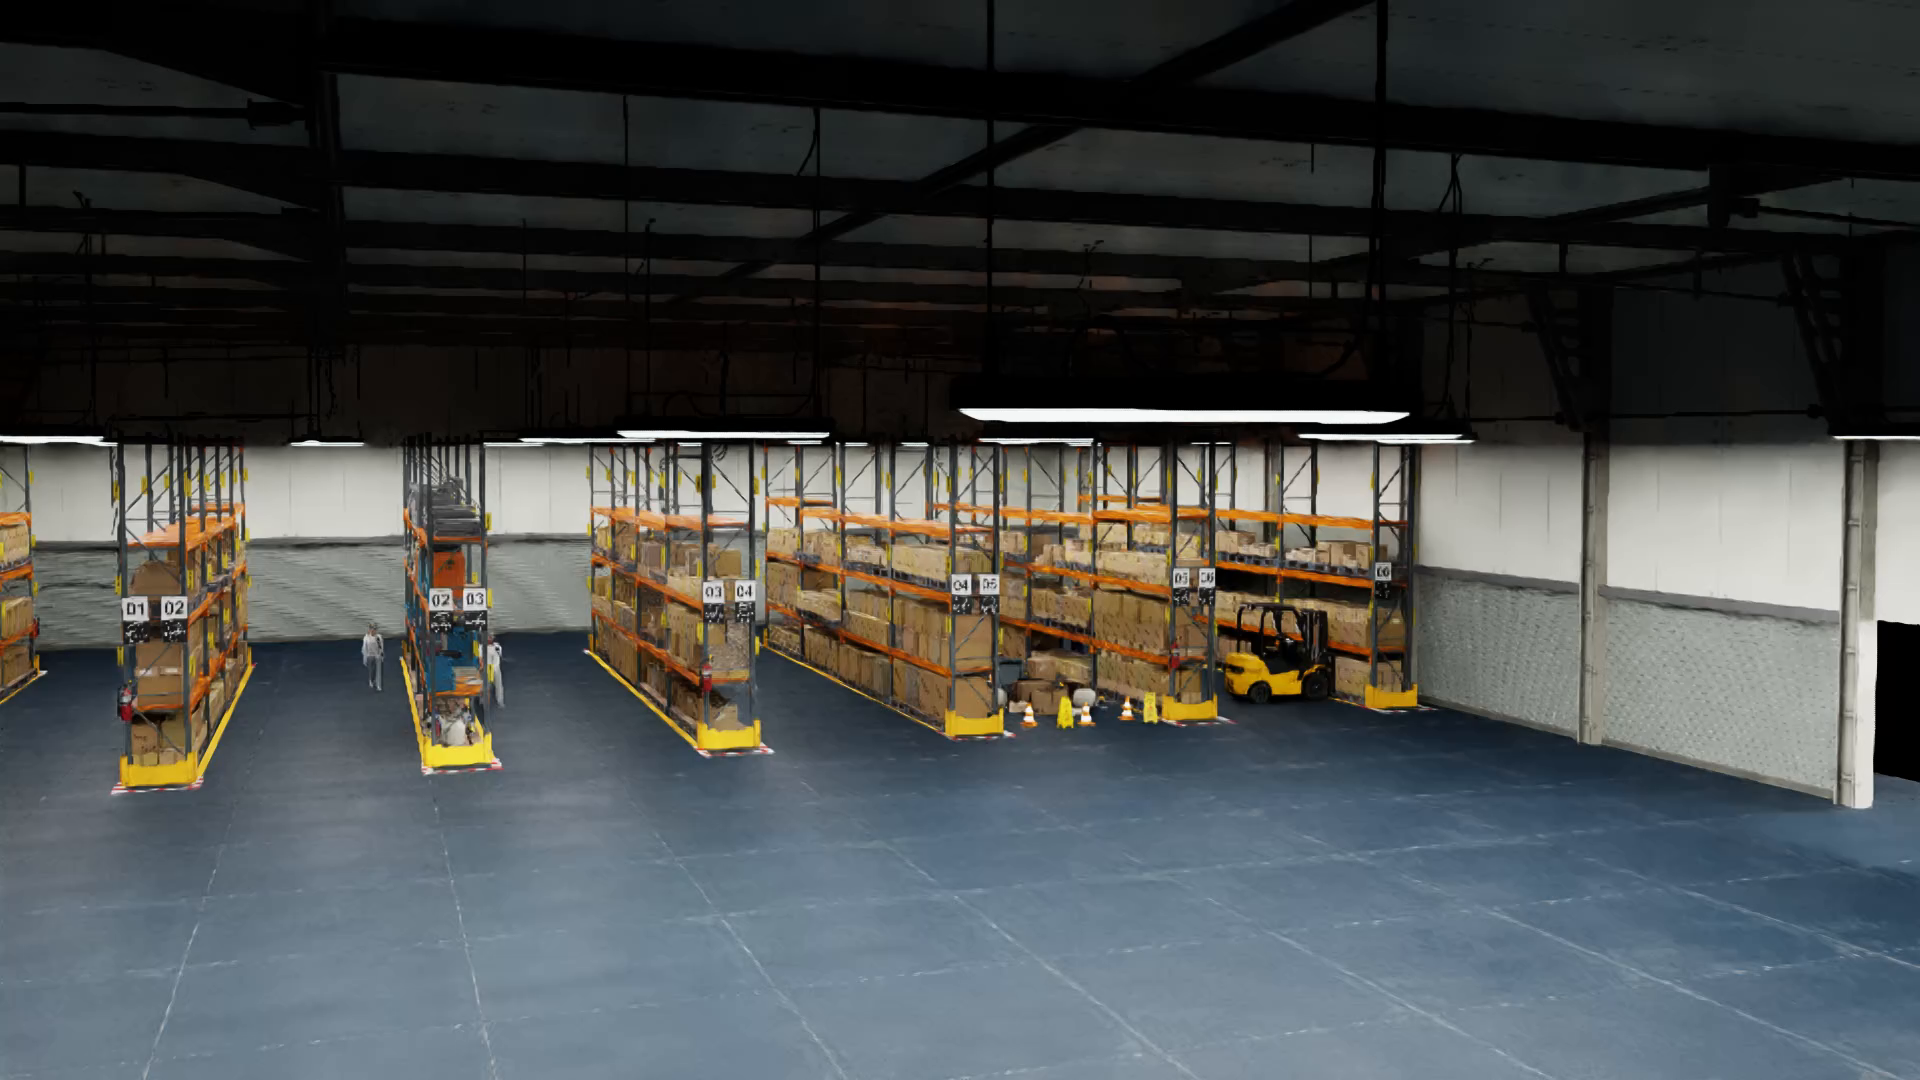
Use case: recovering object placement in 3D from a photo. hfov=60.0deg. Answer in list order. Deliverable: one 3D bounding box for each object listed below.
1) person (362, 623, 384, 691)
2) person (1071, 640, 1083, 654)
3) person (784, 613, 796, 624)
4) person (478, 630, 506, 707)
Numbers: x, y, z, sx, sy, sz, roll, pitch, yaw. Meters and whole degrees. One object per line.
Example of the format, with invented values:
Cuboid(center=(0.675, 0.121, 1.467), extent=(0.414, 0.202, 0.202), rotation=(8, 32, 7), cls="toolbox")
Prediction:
Cuboid(center=(-13.828, 2.737, 39.181), extent=(0.495, 1.589, 1.086), rotation=(-1, 3, -17), cls="person")
Cuboid(center=(3.126, 2.372, 45.454), extent=(0.554, 1.644, 0.598), rotation=(1, 3, 11), cls="person")
Cuboid(center=(-5.156, 2.083, 50.866), extent=(0.563, 1.662, 0.535), rotation=(3, 4, 44), cls="person")
Cuboid(center=(-10.353, 2.825, 36.624), extent=(0.535, 1.703, 1.036), rotation=(-2, 4, -29), cls="person")
